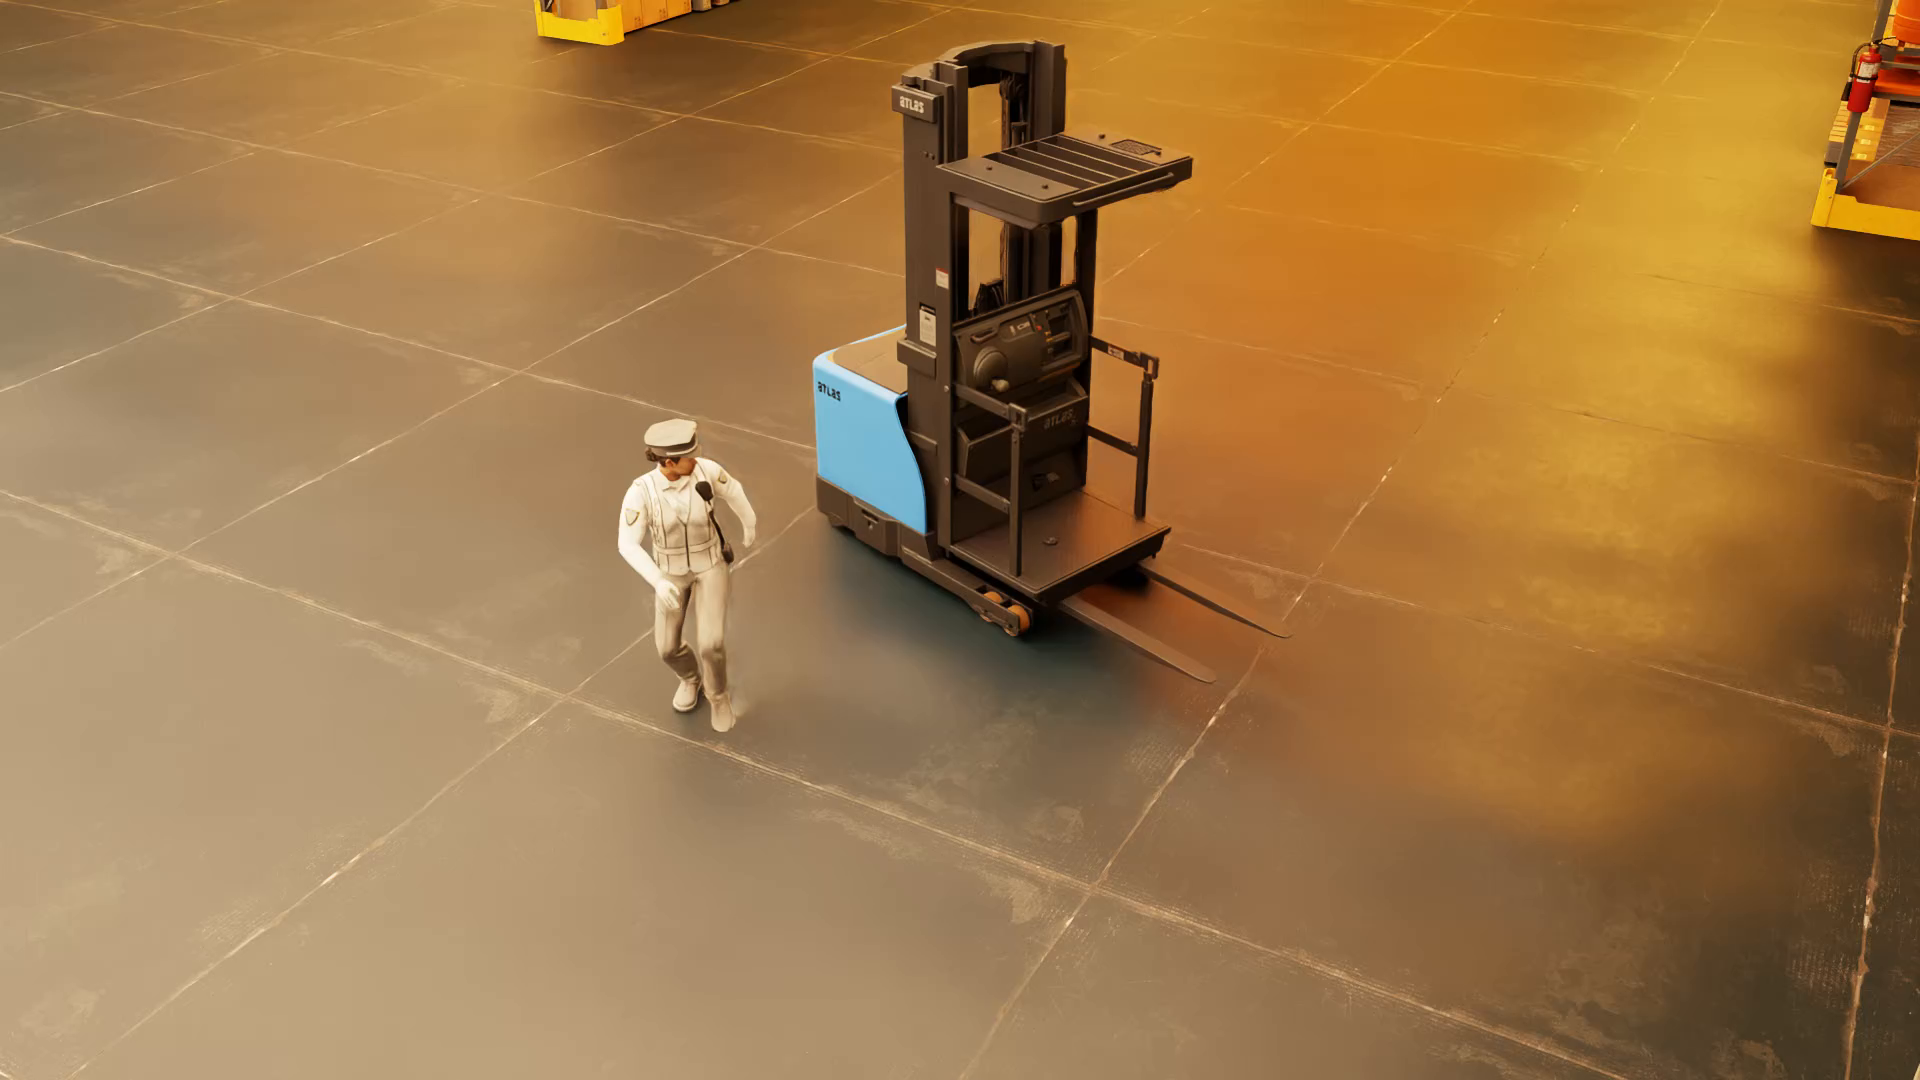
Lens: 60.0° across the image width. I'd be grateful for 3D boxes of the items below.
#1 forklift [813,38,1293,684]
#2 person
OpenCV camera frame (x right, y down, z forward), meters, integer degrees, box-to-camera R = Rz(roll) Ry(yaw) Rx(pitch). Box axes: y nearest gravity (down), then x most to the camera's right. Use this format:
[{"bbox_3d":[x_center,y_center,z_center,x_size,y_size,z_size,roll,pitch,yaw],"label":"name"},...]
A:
[{"bbox_3d":[0.484,-1.033,8.860,1.130,2.935,3.031,-24,38,-36],"label":"forklift"},{"bbox_3d":[-1.321,0.169,8.158,0.613,1.646,0.710,-1,30,-1],"label":"person"}]
